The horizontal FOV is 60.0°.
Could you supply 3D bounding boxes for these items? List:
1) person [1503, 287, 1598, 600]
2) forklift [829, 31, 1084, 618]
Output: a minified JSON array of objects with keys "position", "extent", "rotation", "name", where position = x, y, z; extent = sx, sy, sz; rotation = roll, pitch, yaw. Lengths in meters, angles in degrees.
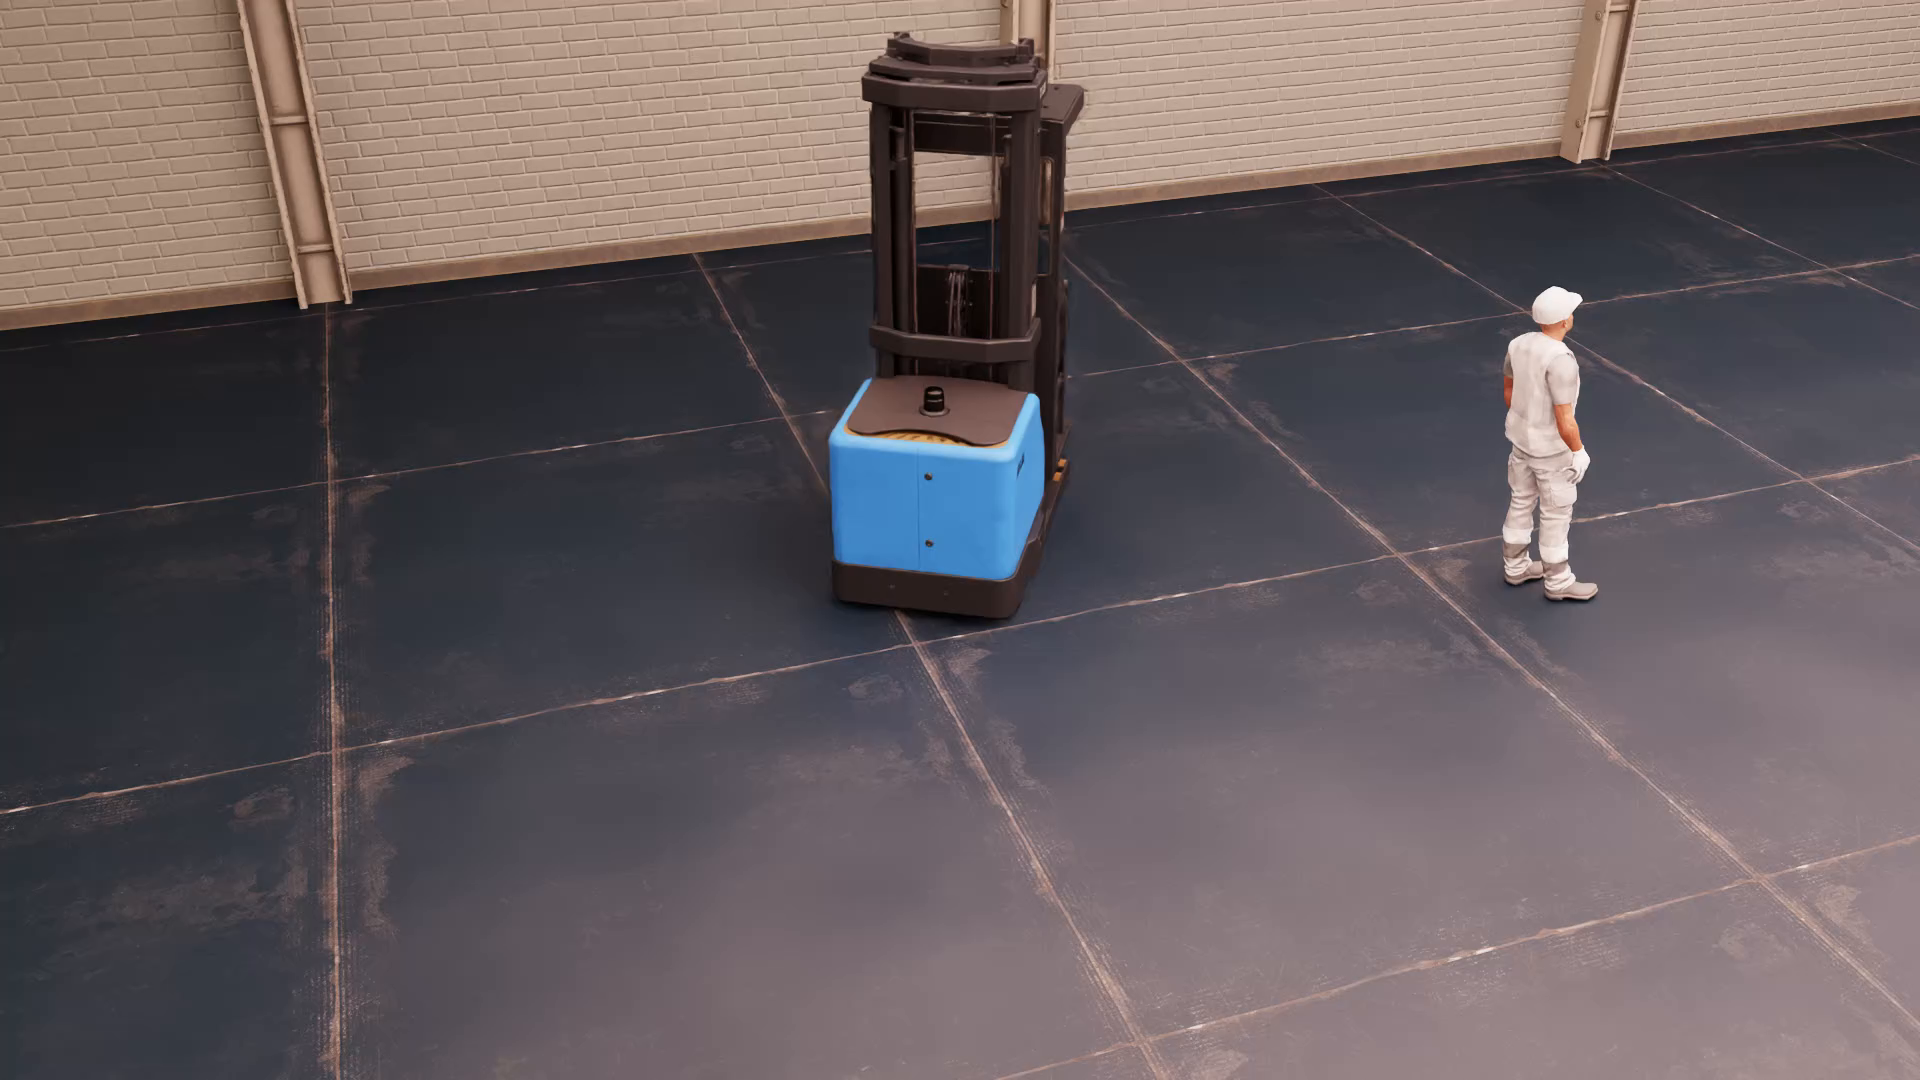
[{"position":[3.278,-0.546,9.168],"extent":[0.561,1.790,0.637],"rotation":[-9,31,-15],"name":"person"},{"position":[0.092,-1.561,9.799],"extent":[1.130,2.935,3.031],"rotation":[6,30,10],"name":"forklift"}]
